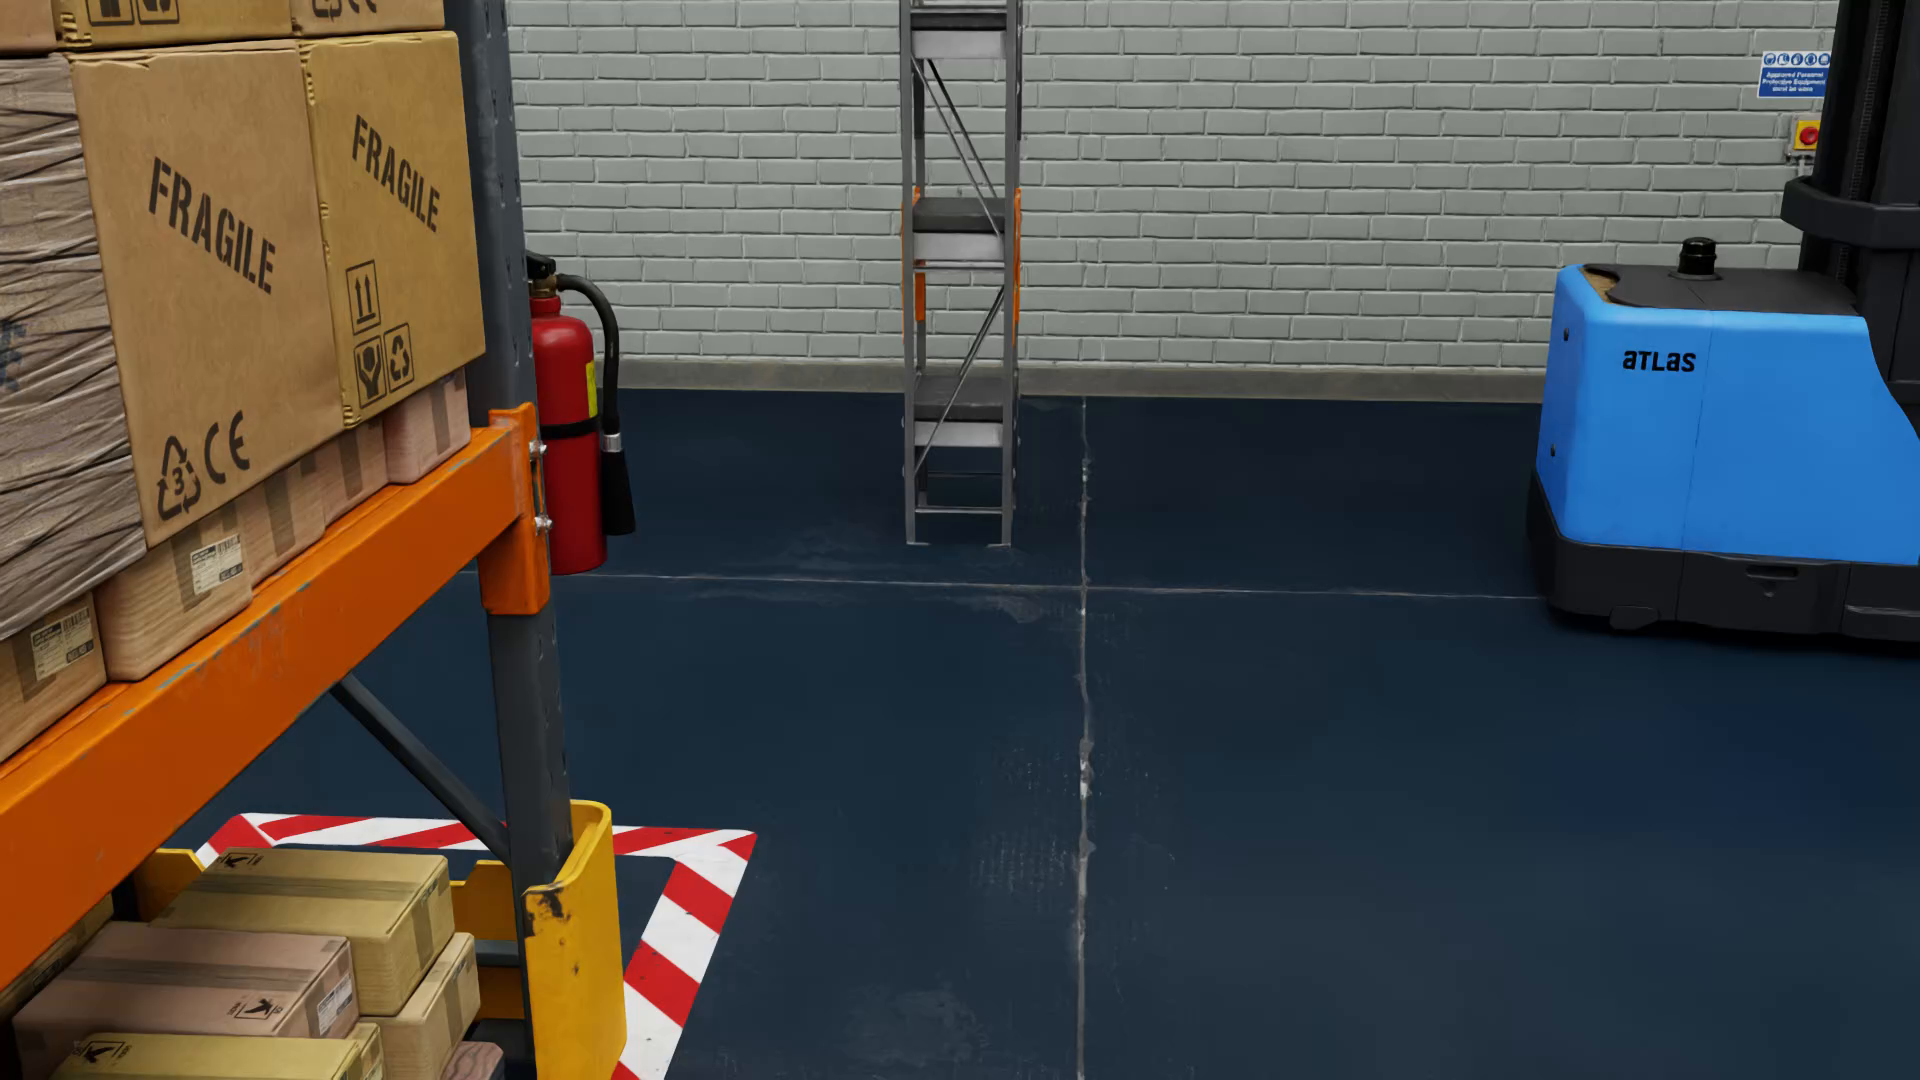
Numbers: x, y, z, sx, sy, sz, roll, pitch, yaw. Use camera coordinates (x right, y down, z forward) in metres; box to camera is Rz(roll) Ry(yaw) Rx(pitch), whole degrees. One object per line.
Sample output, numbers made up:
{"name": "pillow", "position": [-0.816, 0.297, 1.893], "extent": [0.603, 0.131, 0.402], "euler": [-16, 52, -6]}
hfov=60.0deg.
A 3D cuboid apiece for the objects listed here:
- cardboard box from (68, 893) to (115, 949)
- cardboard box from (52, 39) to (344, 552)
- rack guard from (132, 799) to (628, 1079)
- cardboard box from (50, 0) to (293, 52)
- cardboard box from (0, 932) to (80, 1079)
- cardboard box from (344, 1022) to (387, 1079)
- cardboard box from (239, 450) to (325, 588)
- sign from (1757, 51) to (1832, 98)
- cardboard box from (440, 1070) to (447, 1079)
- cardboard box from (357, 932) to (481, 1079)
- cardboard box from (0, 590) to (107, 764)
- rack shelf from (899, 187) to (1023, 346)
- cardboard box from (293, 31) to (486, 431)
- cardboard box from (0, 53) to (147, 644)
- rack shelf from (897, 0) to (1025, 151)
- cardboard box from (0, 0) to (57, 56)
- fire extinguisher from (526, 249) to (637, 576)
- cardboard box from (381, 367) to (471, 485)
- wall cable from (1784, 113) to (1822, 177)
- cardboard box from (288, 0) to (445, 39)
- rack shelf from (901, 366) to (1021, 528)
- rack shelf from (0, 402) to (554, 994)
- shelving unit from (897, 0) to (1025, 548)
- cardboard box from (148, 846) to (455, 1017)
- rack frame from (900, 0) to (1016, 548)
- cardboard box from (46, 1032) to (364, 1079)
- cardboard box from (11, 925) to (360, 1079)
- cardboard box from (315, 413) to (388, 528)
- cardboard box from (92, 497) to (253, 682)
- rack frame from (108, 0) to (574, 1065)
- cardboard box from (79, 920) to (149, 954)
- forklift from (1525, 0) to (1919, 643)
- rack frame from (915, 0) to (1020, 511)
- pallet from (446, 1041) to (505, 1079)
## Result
{"name": "cardboard box", "position": [-1.634, 0.606, 2.705], "extent": [0.380, 0.149, 0.250], "euler": [0, 18, 1]}
{"name": "cardboard box", "position": [-1.075, -0.305, 1.899], "extent": [0.500, 0.500, 0.500], "euler": [1, 18, 3]}
{"name": "rack guard", "position": [-1.263, 0.790, 3.210], "extent": [1.175, 0.500, 0.348], "euler": [1, 18, 4]}
{"name": "cardboard box", "position": [-1.078, -0.781, 1.744], "extent": [0.500, 0.500, 0.500], "euler": [1, 18, 2]}
{"name": "cardboard box", "position": [-1.533, 0.694, 2.435], "extent": [0.380, 0.149, 0.250], "euler": [2, 18, 5]}
{"name": "cardboard box", "position": [-1.083, 0.843, 2.461], "extent": [0.380, 0.149, 0.250], "euler": [1, 18, 3]}
{"name": "cardboard box", "position": [-1.057, -0.040, 2.131], "extent": [0.380, 0.149, 0.250], "euler": [1, 18, 3]}
{"name": "sign", "position": [4.025, -2.243, 8.016], "extent": [0.327, 0.218, 0.001], "euler": [1, 18, 4]}
{"name": "cardboard box", "position": [-1.087, 0.902, 2.758], "extent": [0.380, 0.149, 0.250], "euler": [2, 18, 5]}
{"name": "cardboard box", "position": [-1.010, 0.763, 2.705], "extent": [0.380, 0.149, 0.250], "euler": [1, 18, 2]}
{"name": "cardboard box", "position": [-1.100, 0.121, 1.640], "extent": [0.380, 0.149, 0.250], "euler": [0, 18, 1]}
{"name": "rack shelf", "position": [0.012, -1.036, 6.257], "extent": [0.431, 0.518, 0.480], "euler": [1, 18, 4]}
{"name": "cardboard box", "position": [-1.033, -0.465, 2.387], "extent": [0.500, 0.500, 0.500], "euler": [2, 18, 5]}
{"name": "cardboard box", "position": [-1.101, -0.148, 1.418], "extent": [0.500, 0.500, 0.500], "euler": [1, 18, 4]}
{"name": "rack shelf", "position": [0.012, -1.701, 6.039], "extent": [0.431, 0.518, 0.480], "euler": [1, 18, 4]}
{"name": "cardboard box", "position": [-1.106, -0.619, 1.250], "extent": [0.500, 0.500, 0.500], "euler": [2, 18, 7]}
{"name": "fire extinguisher", "position": [-0.779, -0.276, 3.170], "extent": [0.296, 0.674, 0.183], "euler": [1, 18, 4]}
{"name": "cardboard box", "position": [-0.999, -0.195, 2.603], "extent": [0.380, 0.149, 0.250], "euler": [1, 18, 4]}
{"name": "wall cable", "position": [4.068, -2.592, 7.834], "extent": [0.585, 1.953, 0.123], "euler": [1, 18, 4]}
{"name": "cardboard box", "position": [-1.042, -0.938, 2.224], "extent": [0.500, 0.500, 0.500], "euler": [1, 18, 3]}
{"name": "rack shelf", "position": [0.012, -0.371, 6.475], "extent": [0.431, 0.518, 0.480], "euler": [1, 18, 4]}
{"name": "rack shelf", "position": [-1.400, 0.541, 1.109], "extent": [1.077, 0.370, 4.000], "euler": [1, 18, 4]}
{"name": "shelving unit", "position": [0.012, -1.049, 6.253], "extent": [0.431, 2.100, 0.503], "euler": [1, 18, 4]}
{"name": "cardboard box", "position": [-1.042, 0.621, 2.659], "extent": [0.380, 0.149, 0.250], "euler": [1, 18, 5]}
{"name": "rack frame", "position": [-0.006, -0.973, 6.022], "extent": [0.400, 2.100, 0.015], "euler": [1, 18, 4]}
{"name": "cardboard box", "position": [-1.009, 0.781, 2.171], "extent": [0.380, 0.149, 0.250], "euler": [1, 18, 3]}
{"name": "cardboard box", "position": [-1.118, 0.698, 2.425], "extent": [0.380, 0.149, 0.250], "euler": [2, 18, 5]}
{"name": "cardboard box", "position": [-1.054, -0.118, 2.370], "extent": [0.380, 0.149, 0.250], "euler": [1, 18, 4]}
{"name": "cardboard box", "position": [-1.052, 0.040, 1.888], "extent": [0.380, 0.149, 0.250], "euler": [2, 18, 5]}
{"name": "rack frame", "position": [-1.257, -0.422, 2.892], "extent": [1.000, 3.000, 0.127], "euler": [1, 18, 4]}
{"name": "cardboard box", "position": [-1.551, 0.749, 2.745], "extent": [0.380, 0.149, 0.250], "euler": [2, 18, 6]}
{"name": "forklift", "position": [3.539, -1.141, 5.197], "extent": [3.031, 2.935, 1.130], "euler": [4, 19, 12]}
{"name": "rack frame", "position": [0.029, -1.125, 6.484], "extent": [0.400, 2.100, 0.015], "euler": [1, 18, 4]}
{"name": "pallet", "position": [-1.356, 1.179, 2.487], "extent": [1.003, 0.211, 1.213], "euler": [1, 18, 4]}
